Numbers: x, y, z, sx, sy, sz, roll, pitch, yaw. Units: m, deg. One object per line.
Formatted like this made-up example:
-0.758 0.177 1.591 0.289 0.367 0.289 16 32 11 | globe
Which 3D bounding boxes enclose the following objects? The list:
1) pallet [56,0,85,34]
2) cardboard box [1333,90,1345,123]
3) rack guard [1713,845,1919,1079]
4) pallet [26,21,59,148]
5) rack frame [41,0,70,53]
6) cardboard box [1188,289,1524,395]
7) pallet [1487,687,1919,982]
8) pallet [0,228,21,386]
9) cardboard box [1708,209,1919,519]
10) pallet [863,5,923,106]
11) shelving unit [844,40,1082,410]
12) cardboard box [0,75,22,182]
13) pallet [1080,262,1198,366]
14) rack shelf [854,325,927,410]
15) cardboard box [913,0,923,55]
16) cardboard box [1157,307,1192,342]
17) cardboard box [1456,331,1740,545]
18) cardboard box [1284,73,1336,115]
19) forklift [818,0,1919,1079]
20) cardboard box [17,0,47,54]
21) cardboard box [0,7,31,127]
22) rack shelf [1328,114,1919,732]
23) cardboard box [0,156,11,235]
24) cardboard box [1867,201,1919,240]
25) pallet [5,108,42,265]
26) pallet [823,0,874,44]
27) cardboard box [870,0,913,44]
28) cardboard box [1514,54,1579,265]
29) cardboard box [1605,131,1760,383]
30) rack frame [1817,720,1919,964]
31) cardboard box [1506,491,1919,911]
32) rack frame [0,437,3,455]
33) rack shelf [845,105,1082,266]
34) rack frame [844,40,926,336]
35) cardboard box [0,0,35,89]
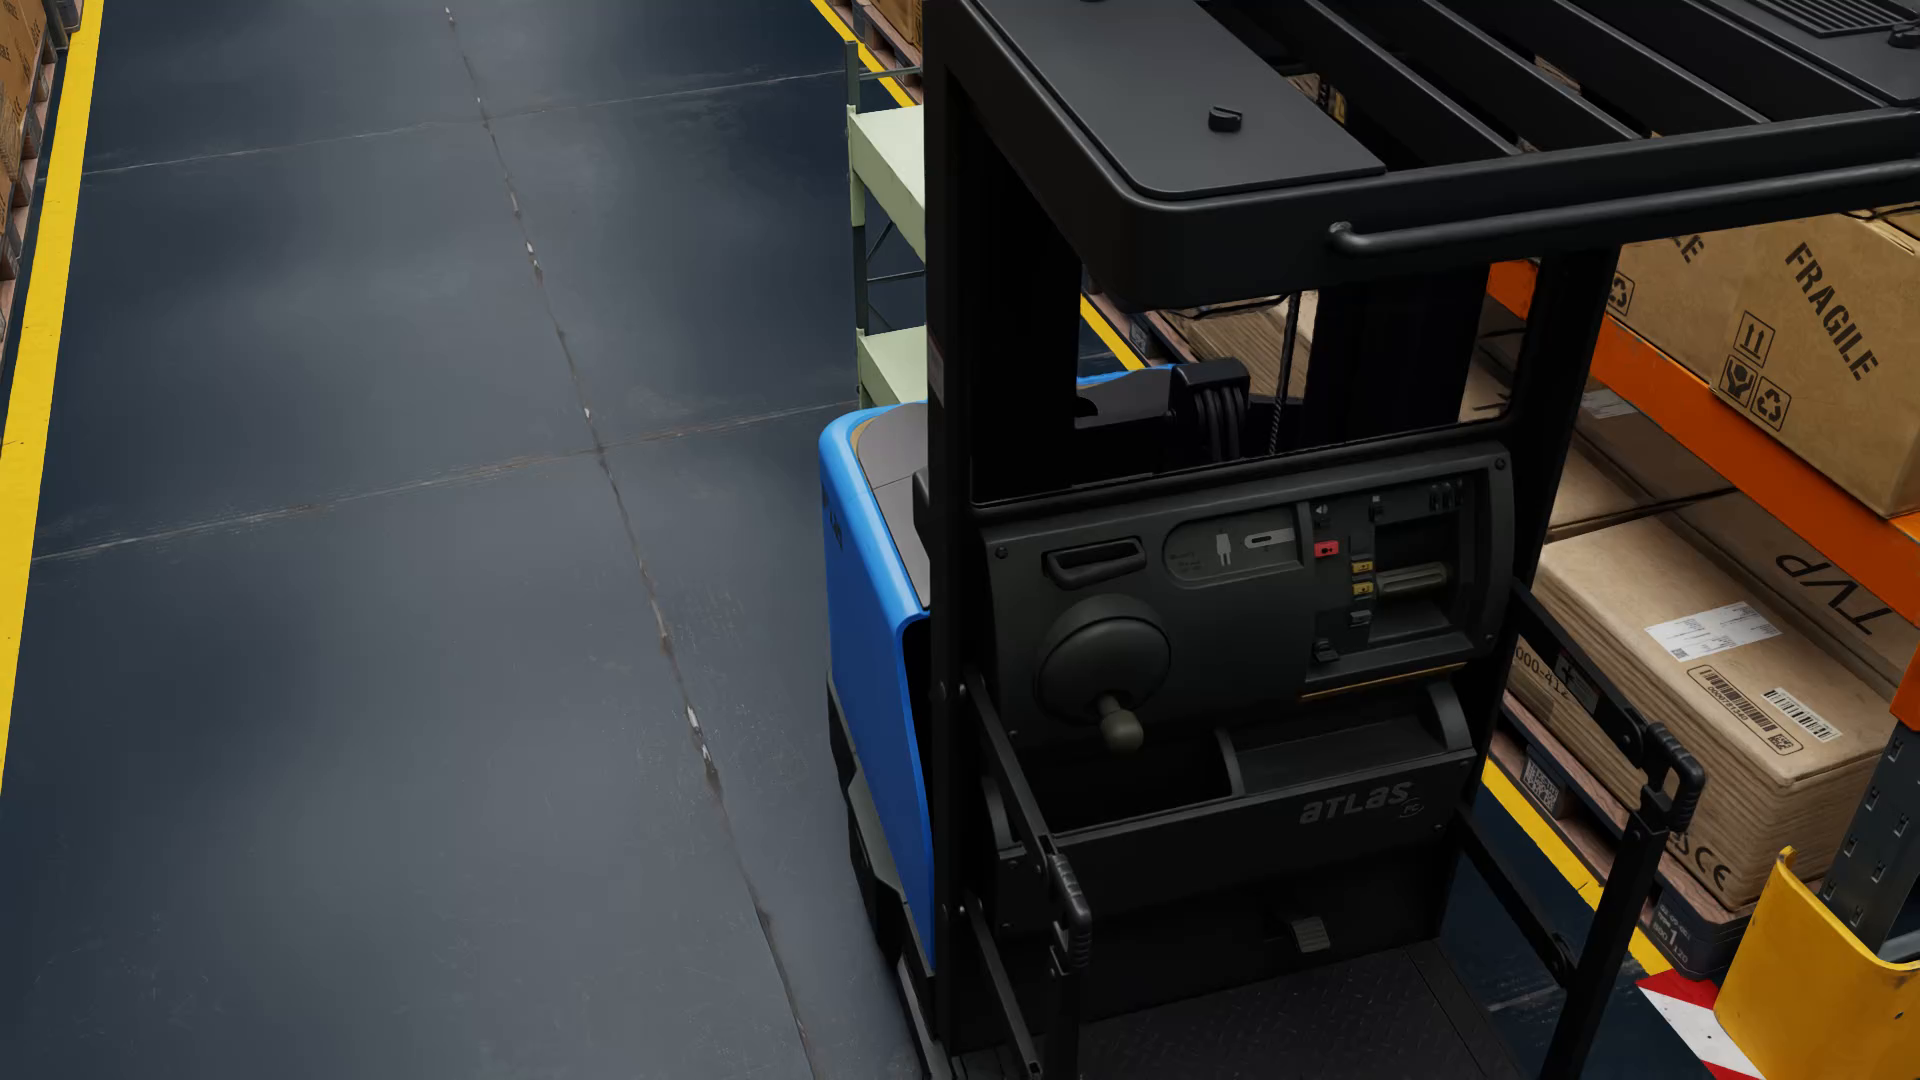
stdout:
-5.352 -3.017 9.080 1.003 0.211 1.213 -12 39 -16 | pallet
1.358 -1.290 4.386 0.500 0.500 0.500 -11 38 -15 | cardboard box
2.315 0.844 3.714 1.175 0.500 0.348 -12 39 -16 | rack guard
-4.884 -2.114 7.882 1.003 0.211 1.213 -12 39 -16 | pallet
-5.105 -3.658 7.613 1.000 3.000 0.127 -12 39 -16 | rack frame
1.354 -0.690 5.453 0.875 0.438 0.875 -14 39 -17 | cardboard box
1.958 0.510 4.397 1.003 0.211 1.213 -12 39 -16 | pallet
-4.044 -0.736 6.052 1.003 0.211 1.213 -12 39 -16 | pallet
1.892 -0.426 3.239 0.500 0.500 0.500 -12 39 -16 | cardboard box
0.170 -2.425 8.294 1.003 0.211 1.213 -12 39 -16 | pallet
-0.002 -0.603 4.804 0.431 1.500 0.755 -12 39 -16 | shelving unit
-4.217 -1.763 6.826 0.500 0.500 0.500 -14 39 -18 | cardboard box
1.118 -0.868 6.227 1.003 0.211 1.213 -12 39 -16 | pallet
-0.002 -0.342 5.000 0.431 0.370 0.720 -12 39 -16 | rack shelf
0.324 -2.589 7.611 0.875 0.875 0.875 -11 38 -15 | cardboard box
1.046 -1.195 6.124 0.875 0.438 0.875 -13 39 -17 | cardboard box
1.663 -0.180 4.776 0.875 0.438 0.875 -11 38 -15 | cardboard box
1.180 -1.581 4.773 0.500 0.500 0.500 -12 39 -16 | cardboard box
0.556 0.166 2.593 1.130 2.935 3.031 -10 38 -13 | forklift
-4.758 -2.633 7.981 0.500 0.500 0.500 -11 38 -15 | cardboard box
-4.413 -2.053 7.211 0.500 0.500 0.500 -11 38 -14 | cardboard box
1.618 -1.011 4.697 1.077 0.370 4.000 -12 39 -16 | rack shelf
-4.044 -1.469 6.435 0.500 0.500 0.500 -14 39 -17 | cardboard box
1.917 -0.831 2.945 0.500 0.500 0.500 -11 38 -14 | cardboard box
-4.468 -1.426 6.968 1.003 0.211 1.213 -12 39 -16 | pallet
-0.246 -3.113 9.207 1.003 0.211 1.213 -12 39 -16 | pallet
0.016 -3.094 8.282 0.875 0.875 0.875 -12 39 -15 | cardboard box
1.547 -1.001 4.003 0.500 0.500 0.500 -11 38 -15 | cardboard box
1.734 -0.713 3.620 0.500 0.500 0.500 -13 39 -17 | cardboard box
2.307 -0.168 2.980 1.000 3.000 0.127 -12 39 -16 | rack frame
1.986 0.335 4.092 0.875 0.438 0.875 -14 39 -17 | cardboard box
-3.729 -1.398 4.613 1.000 3.000 0.127 -12 39 -16 | rack frame
-0.002 -0.915 4.569 0.431 0.370 0.720 -12 39 -16 | rack shelf
-0.128 -0.810 5.078 0.400 1.500 0.023 -12 39 -16 | rack frame
-4.596 -2.348 7.602 0.500 0.500 0.500 -13 39 -17 | cardboard box
